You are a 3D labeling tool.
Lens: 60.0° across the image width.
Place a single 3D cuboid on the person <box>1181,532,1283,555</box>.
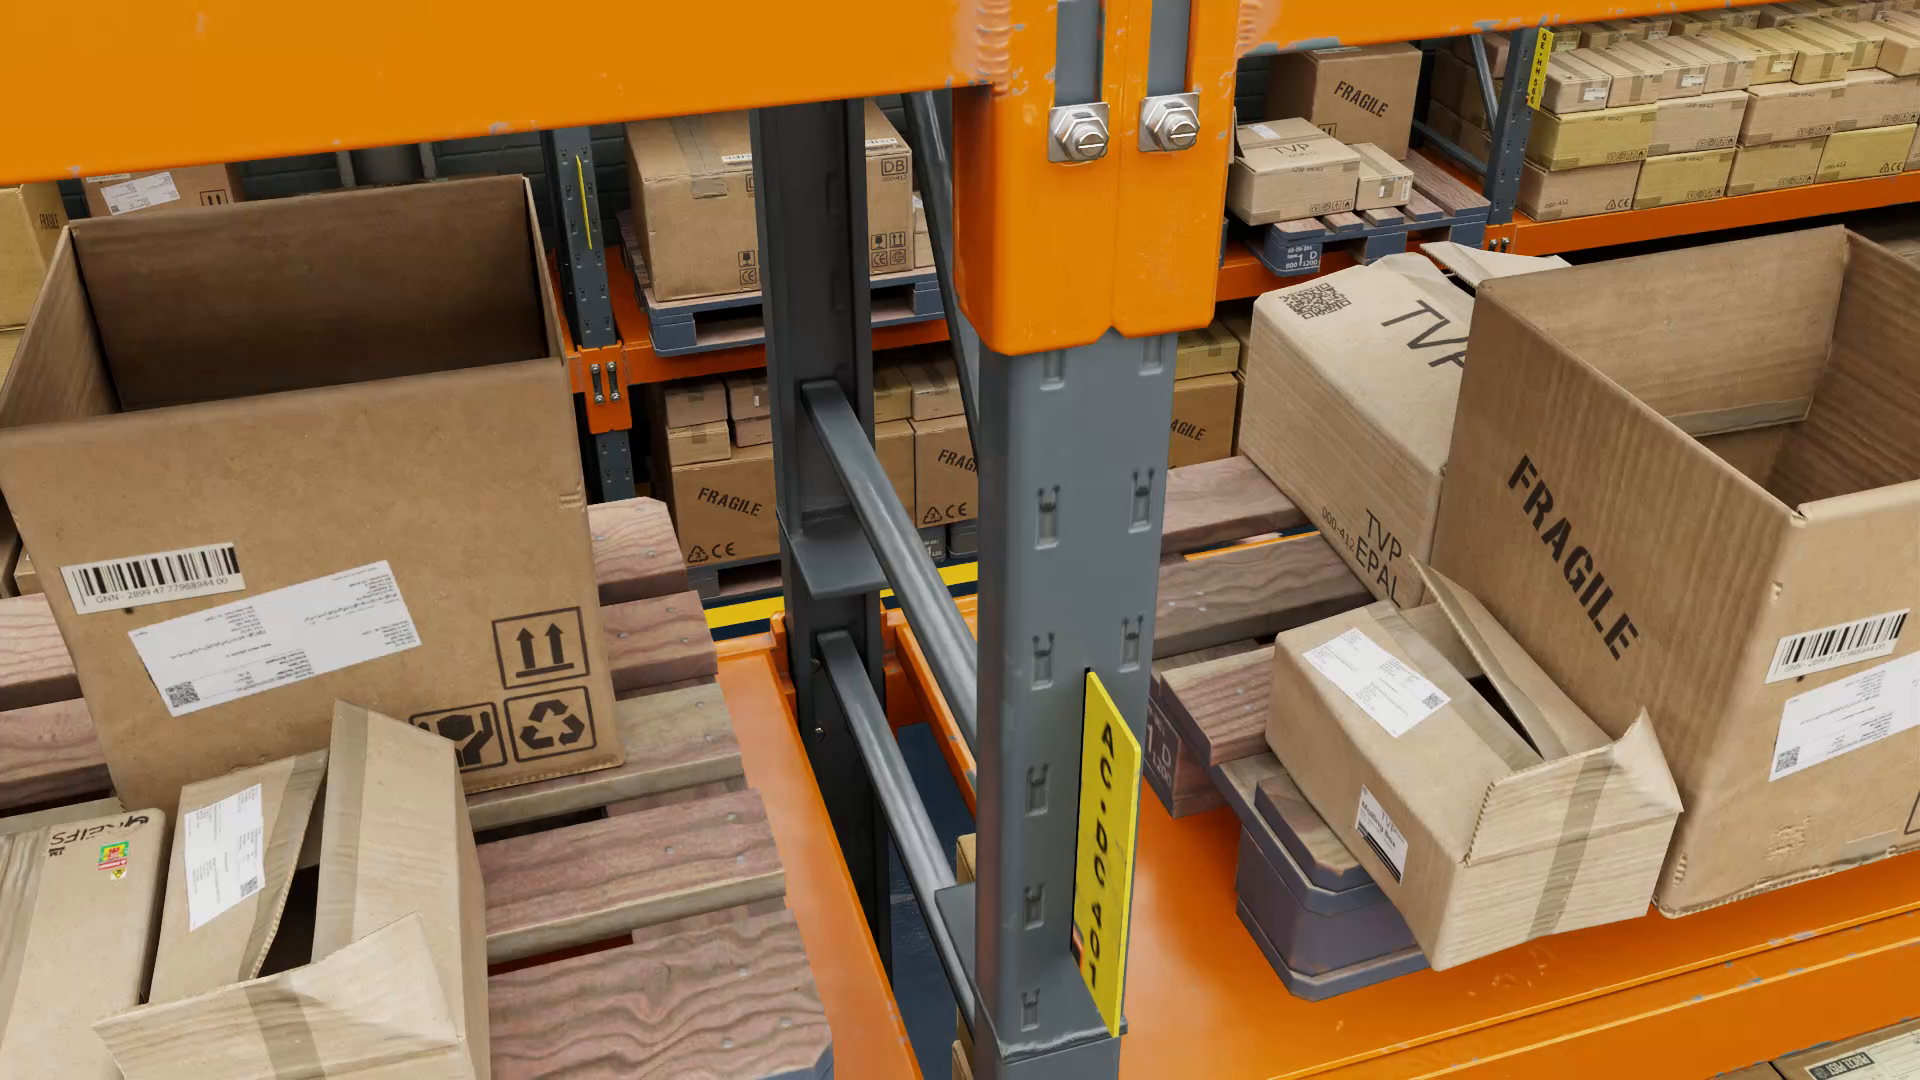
[{"bbox_3d":[0.801,0.468,6.197,0.868,0.917,0.501,-11,35,-16],"label":"person"}]
